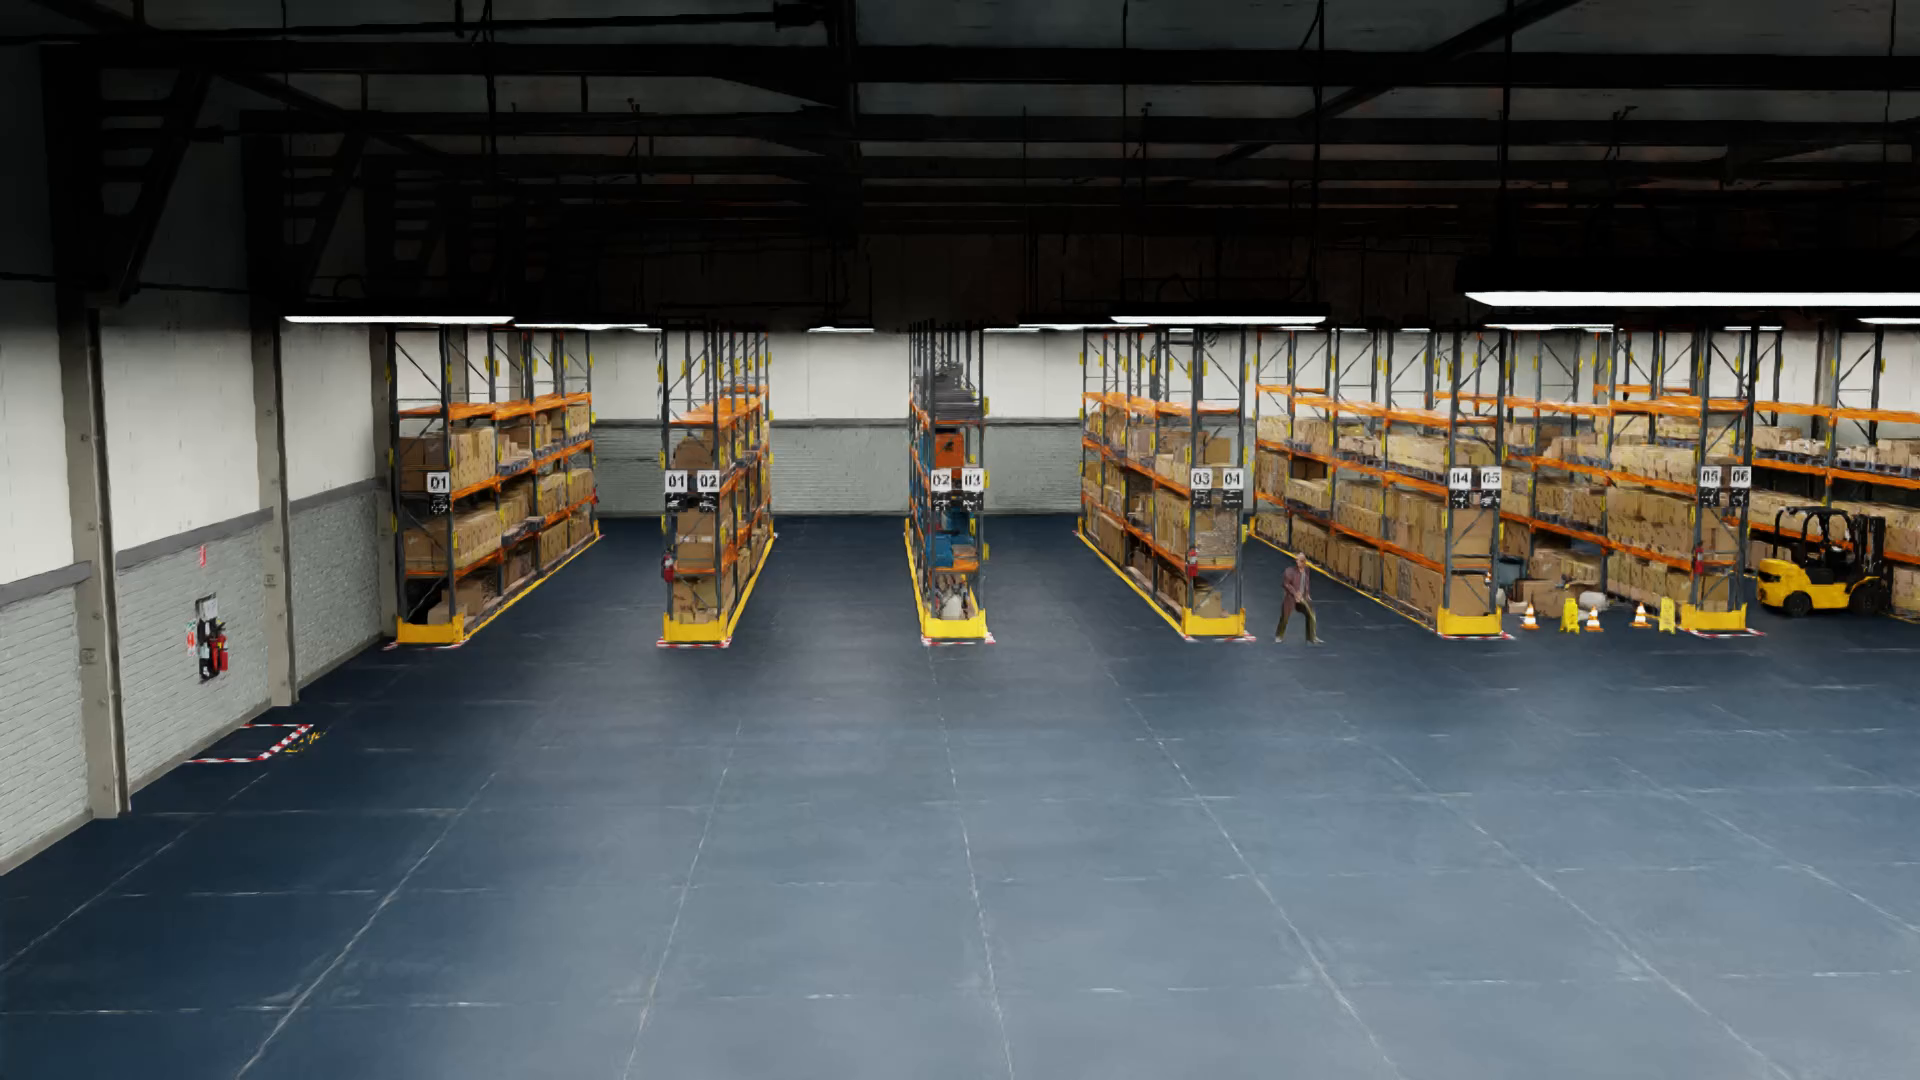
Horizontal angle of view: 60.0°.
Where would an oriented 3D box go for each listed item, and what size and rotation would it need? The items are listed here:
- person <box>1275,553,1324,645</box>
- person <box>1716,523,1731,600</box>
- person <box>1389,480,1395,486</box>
[{"bbox_3d":[6.219,1.075,30.725,0.735,1.715,0.895,-2,7,-19],"label":"person"},{"bbox_3d":[16.446,0.448,35.950,0.468,1.677,0.497,3,8,26],"label":"person"},{"bbox_3d":[12.366,-0.977,47.656,0.426,1.626,0.498,-4,8,-31],"label":"person"}]
